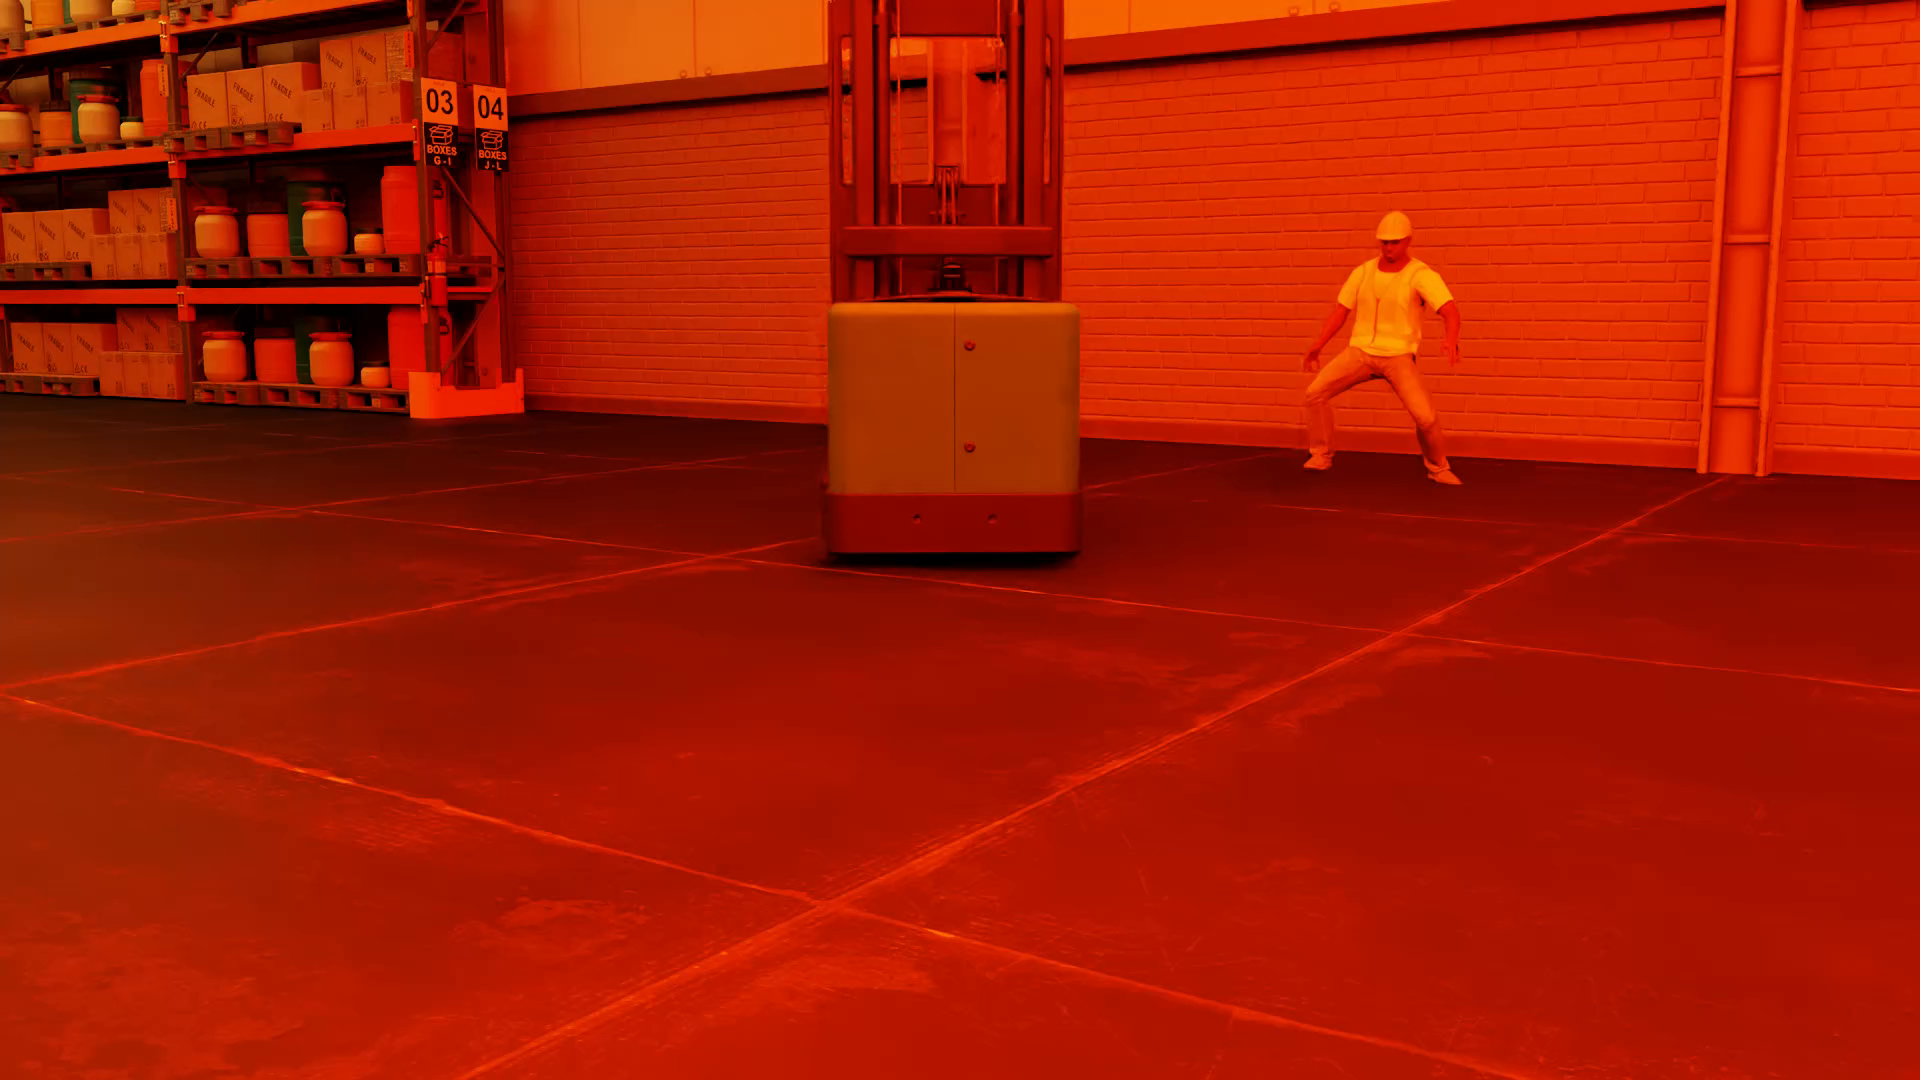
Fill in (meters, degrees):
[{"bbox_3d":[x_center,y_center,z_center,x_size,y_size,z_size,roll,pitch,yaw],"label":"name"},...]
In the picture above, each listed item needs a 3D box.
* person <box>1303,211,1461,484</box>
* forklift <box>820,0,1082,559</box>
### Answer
[{"bbox_3d":[2.574,-1.141,9.972,1.022,1.632,0.699,7,10,39],"label":"person"},{"bbox_3d":[-0.075,-1.541,8.032,1.130,2.935,3.031,0,8,-2],"label":"forklift"}]
